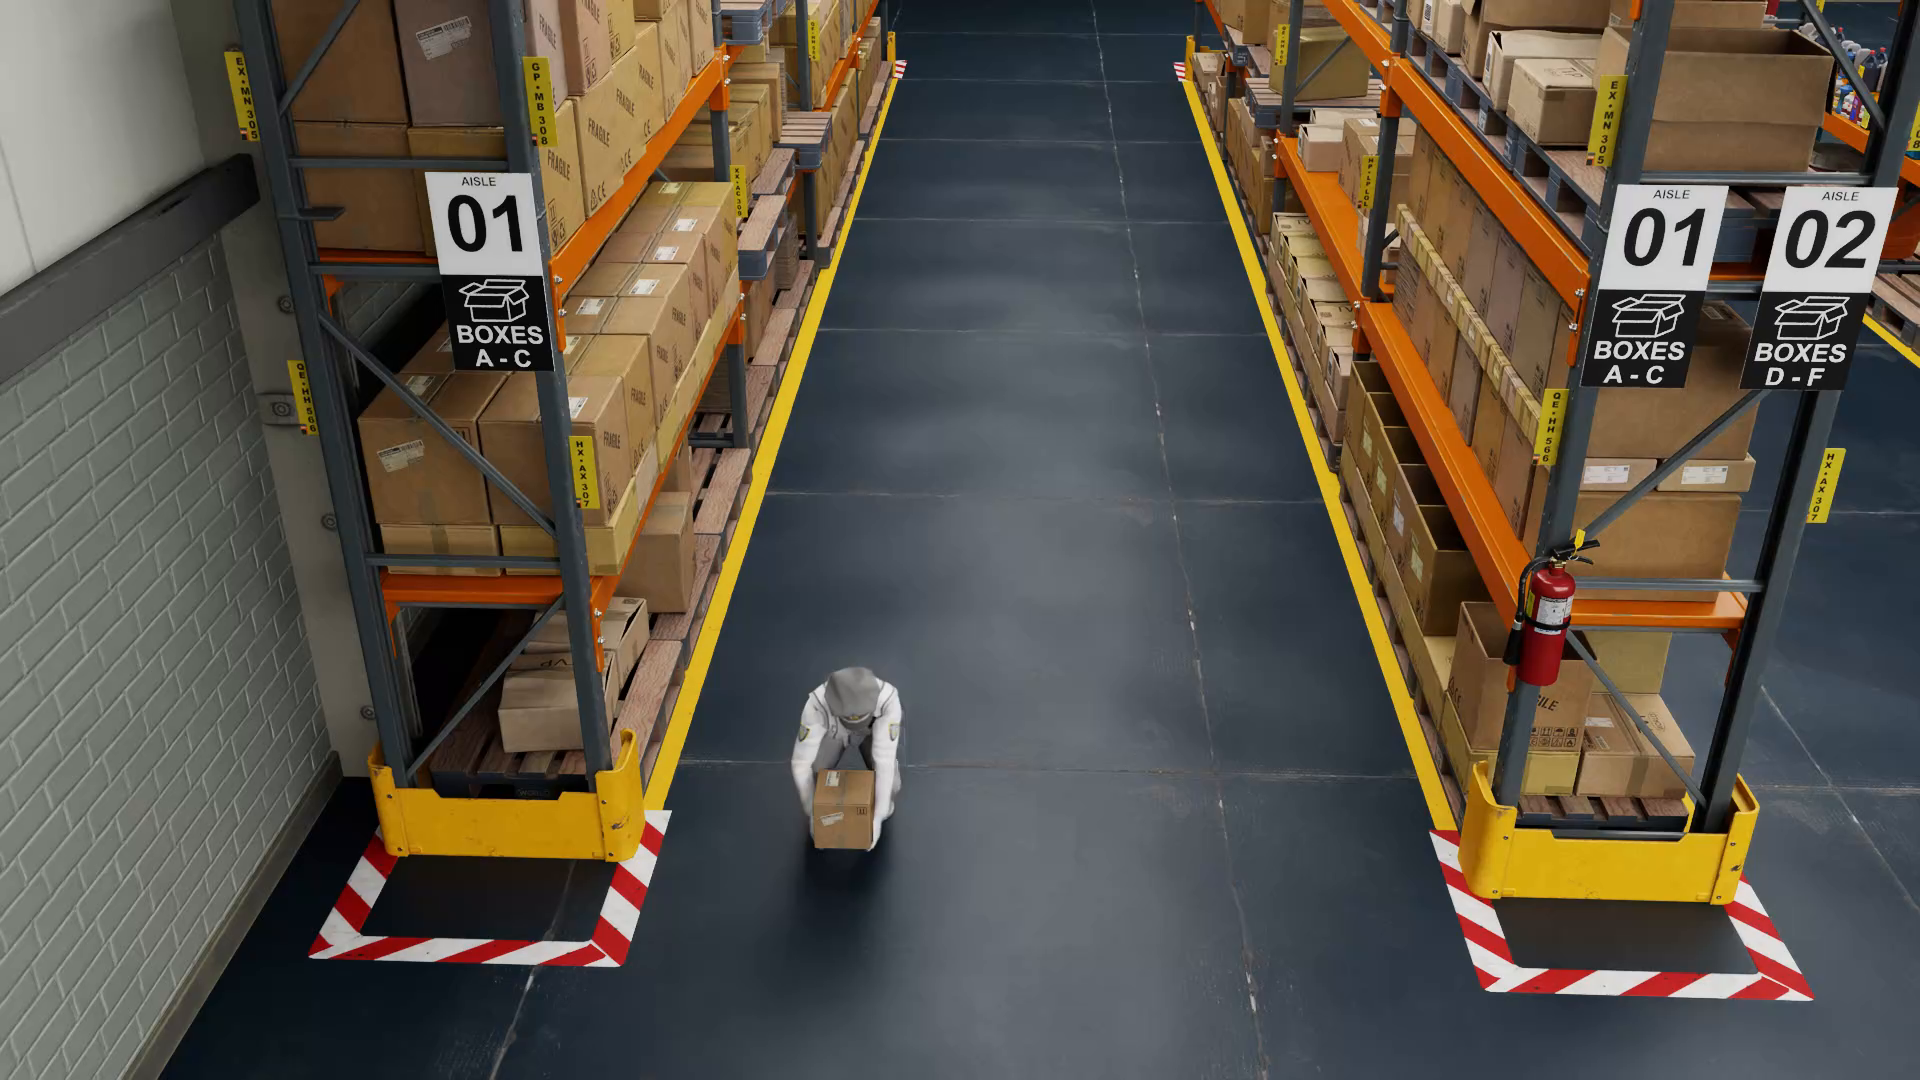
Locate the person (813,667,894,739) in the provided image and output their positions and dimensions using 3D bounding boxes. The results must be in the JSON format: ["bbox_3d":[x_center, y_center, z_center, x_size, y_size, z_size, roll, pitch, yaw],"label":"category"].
[{"bbox_3d":[-0.497,0.761,7.605,0.402,0.631,0.761,1,28,2],"label":"person"}]
